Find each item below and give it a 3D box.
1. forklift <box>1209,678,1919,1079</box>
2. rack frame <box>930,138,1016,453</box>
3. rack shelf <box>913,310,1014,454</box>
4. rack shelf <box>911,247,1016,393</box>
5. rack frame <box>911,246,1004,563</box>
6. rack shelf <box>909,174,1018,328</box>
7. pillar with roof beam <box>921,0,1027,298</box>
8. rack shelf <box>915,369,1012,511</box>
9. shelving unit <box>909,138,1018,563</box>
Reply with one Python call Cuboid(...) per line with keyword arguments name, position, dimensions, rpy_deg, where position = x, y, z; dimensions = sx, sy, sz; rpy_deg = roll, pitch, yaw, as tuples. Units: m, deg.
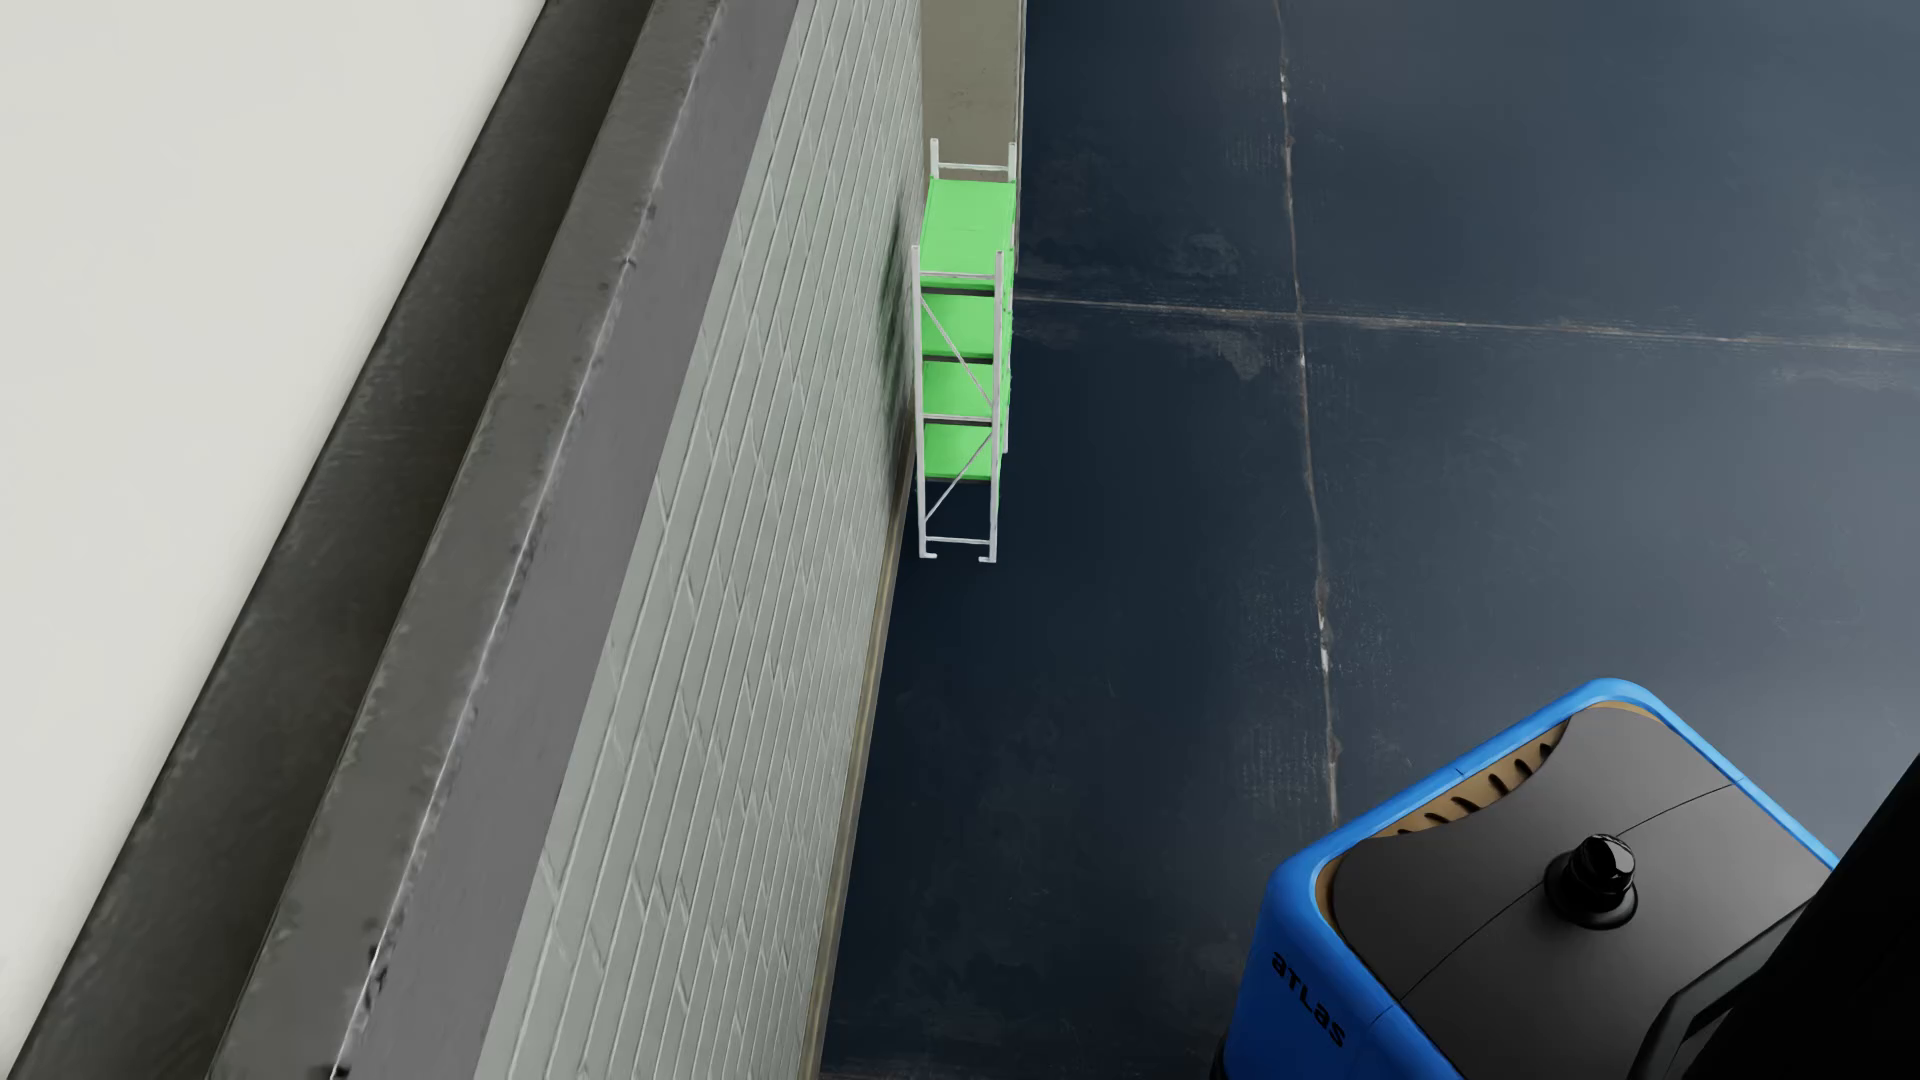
Cuboid(name="forklift", position=(1.783, 1.118, 2.241), dimensions=(1.130, 2.935, 3.031), rpy_deg=(-25, 52, -21))
Cuboid(name="rack frame", position=(0.037, -0.706, 5.082), dimensions=(0.240, 1.200, 0.015), rpy_deg=(4, 48, 4))
Cuboid(name="rack shelf", position=(0.015, -0.483, 4.966), dimensions=(0.258, 0.148, 0.480), rpy_deg=(4, 48, 4))
Cuboid(name="rack shelf", position=(0.015, -0.645, 4.789), dimensions=(0.258, 0.148, 0.480), rpy_deg=(4, 48, 4))
Cuboid(name="rack frame", position=(-0.007, -0.347, 4.755), dimensions=(0.240, 1.200, 0.015), rpy_deg=(4, 48, 4))
Cuboid(name="rack shelf", position=(0.015, -0.807, 4.611), dimensions=(0.258, 0.148, 0.480), rpy_deg=(4, 48, 4))
Cuboid(name="pillar with roof beam", position=(4.331, -3.639, 2.480), dimensions=(9.100, 9.000, 0.400), rpy_deg=(4, 48, 4))
Cuboid(name="rack shelf", position=(0.015, -0.321, 5.143), dimensions=(0.258, 0.148, 0.480), rpy_deg=(4, 48, 4))
Cuboid(name="shelving unit", position=(0.015, -0.527, 4.919), dimensions=(0.258, 1.200, 0.503), rpy_deg=(4, 48, 4))
